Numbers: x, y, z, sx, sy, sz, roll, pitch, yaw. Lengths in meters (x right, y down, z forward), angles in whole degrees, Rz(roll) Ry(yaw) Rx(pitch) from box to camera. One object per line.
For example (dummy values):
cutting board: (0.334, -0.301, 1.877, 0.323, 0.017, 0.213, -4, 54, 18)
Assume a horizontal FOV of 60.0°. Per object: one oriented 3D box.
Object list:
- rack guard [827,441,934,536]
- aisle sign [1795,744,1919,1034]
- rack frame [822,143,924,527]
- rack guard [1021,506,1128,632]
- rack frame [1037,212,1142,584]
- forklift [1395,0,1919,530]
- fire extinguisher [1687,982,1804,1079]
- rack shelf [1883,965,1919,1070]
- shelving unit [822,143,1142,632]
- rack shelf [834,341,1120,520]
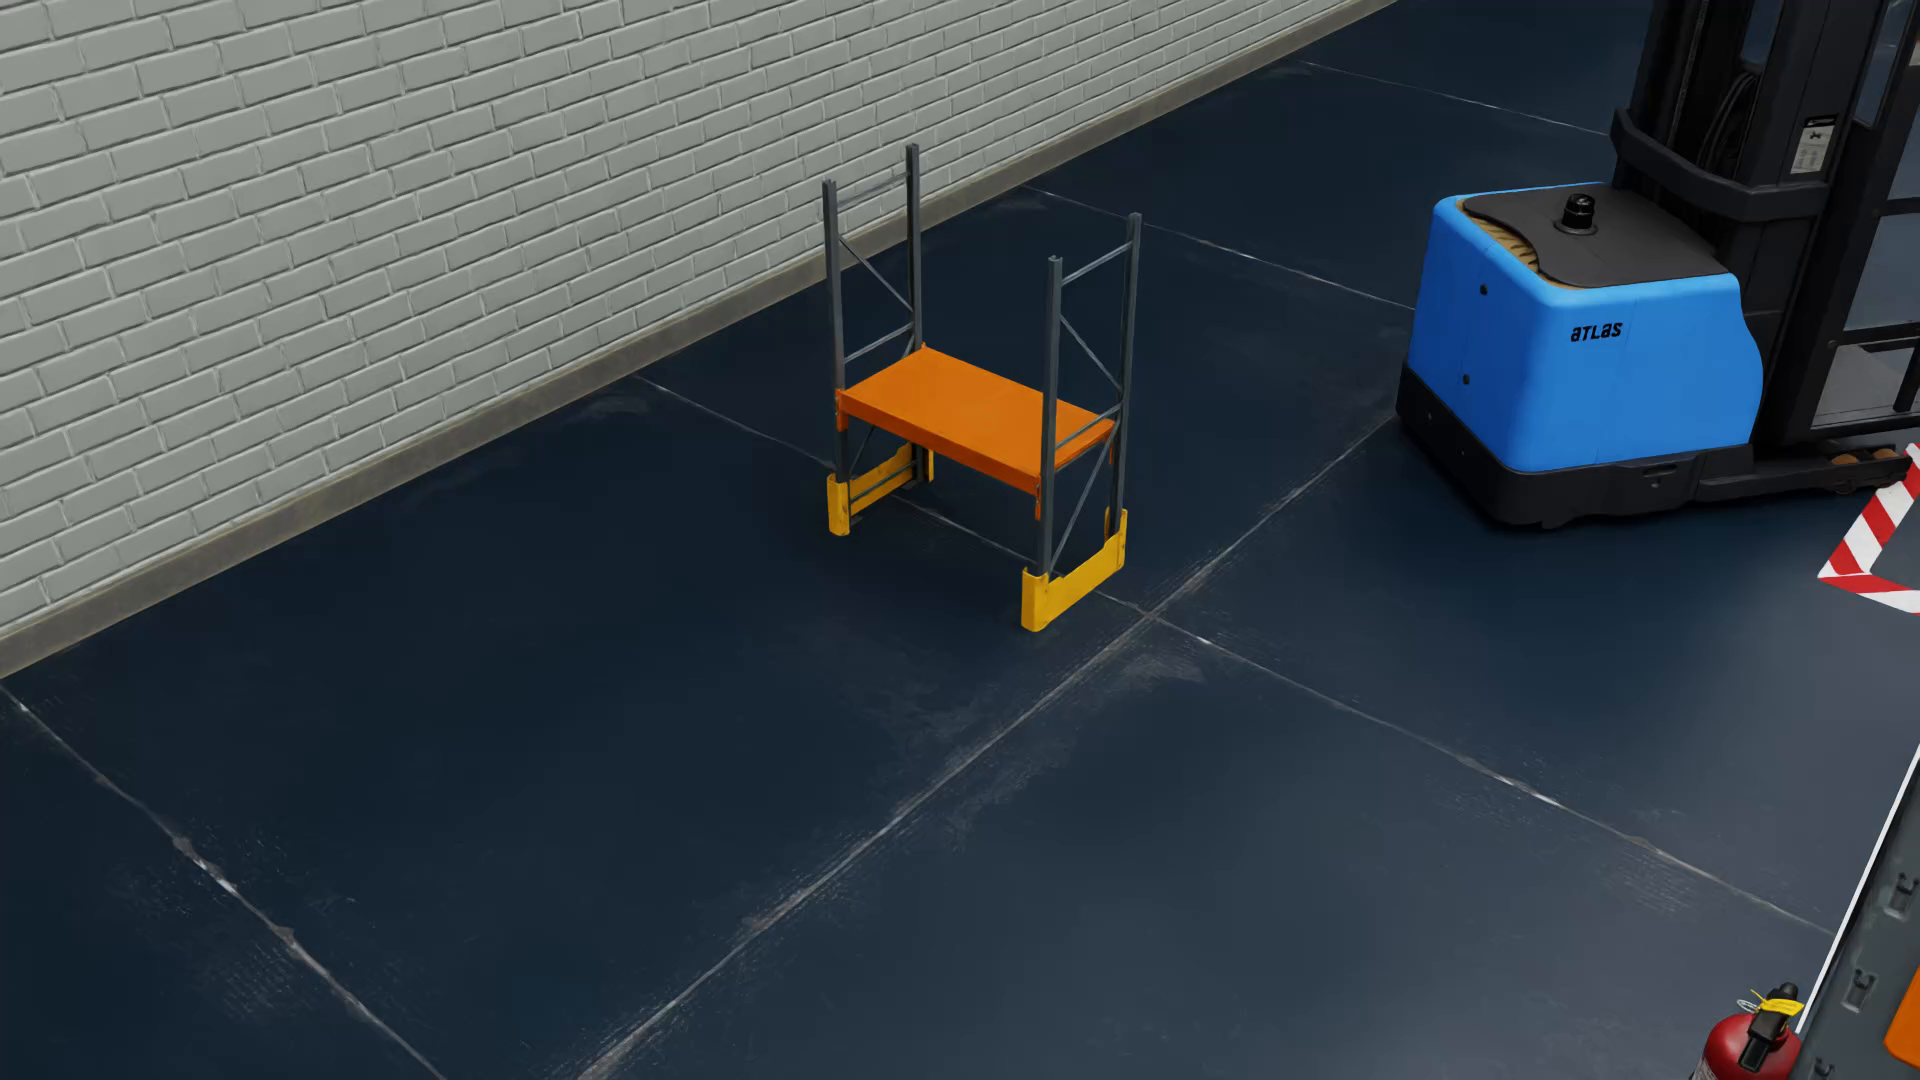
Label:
rack guard: (-0.324, -0.256, 6.902, 0.087, 0.250, 0.587, 25, 42, 32)
aisle sign: (1.004, 0.107, 1.648, 0.004, 0.787, 0.394, 25, 42, 32)
rack frame: (-0.325, -0.771, 6.549, 0.032, 1.500, 0.500, 25, 42, 32)
rack guard: (0.441, 0.105, 6.376, 0.087, 0.250, 0.587, 25, 42, 32)
rack frame: (0.456, -0.403, 6.012, 0.032, 1.500, 0.500, 25, 42, 32)
forklift: (3.531, -1.686, 6.616, 3.031, 2.935, 1.130, -8, 35, -11)
fire extinguisher: (1.425, 1.009, 3.029, 0.183, 0.674, 0.296, 25, 42, 32)
rack shelf: (2.787, 0.860, 0.833, 4.000, 0.370, 1.077, 25, 42, 32)
shelving unit: (0.059, -0.591, 6.285, 1.083, 1.500, 0.587, 25, 42, 32)
rack shelf: (0.066, -0.439, 6.382, 1.000, 0.185, 0.538, 25, 42, 32)
